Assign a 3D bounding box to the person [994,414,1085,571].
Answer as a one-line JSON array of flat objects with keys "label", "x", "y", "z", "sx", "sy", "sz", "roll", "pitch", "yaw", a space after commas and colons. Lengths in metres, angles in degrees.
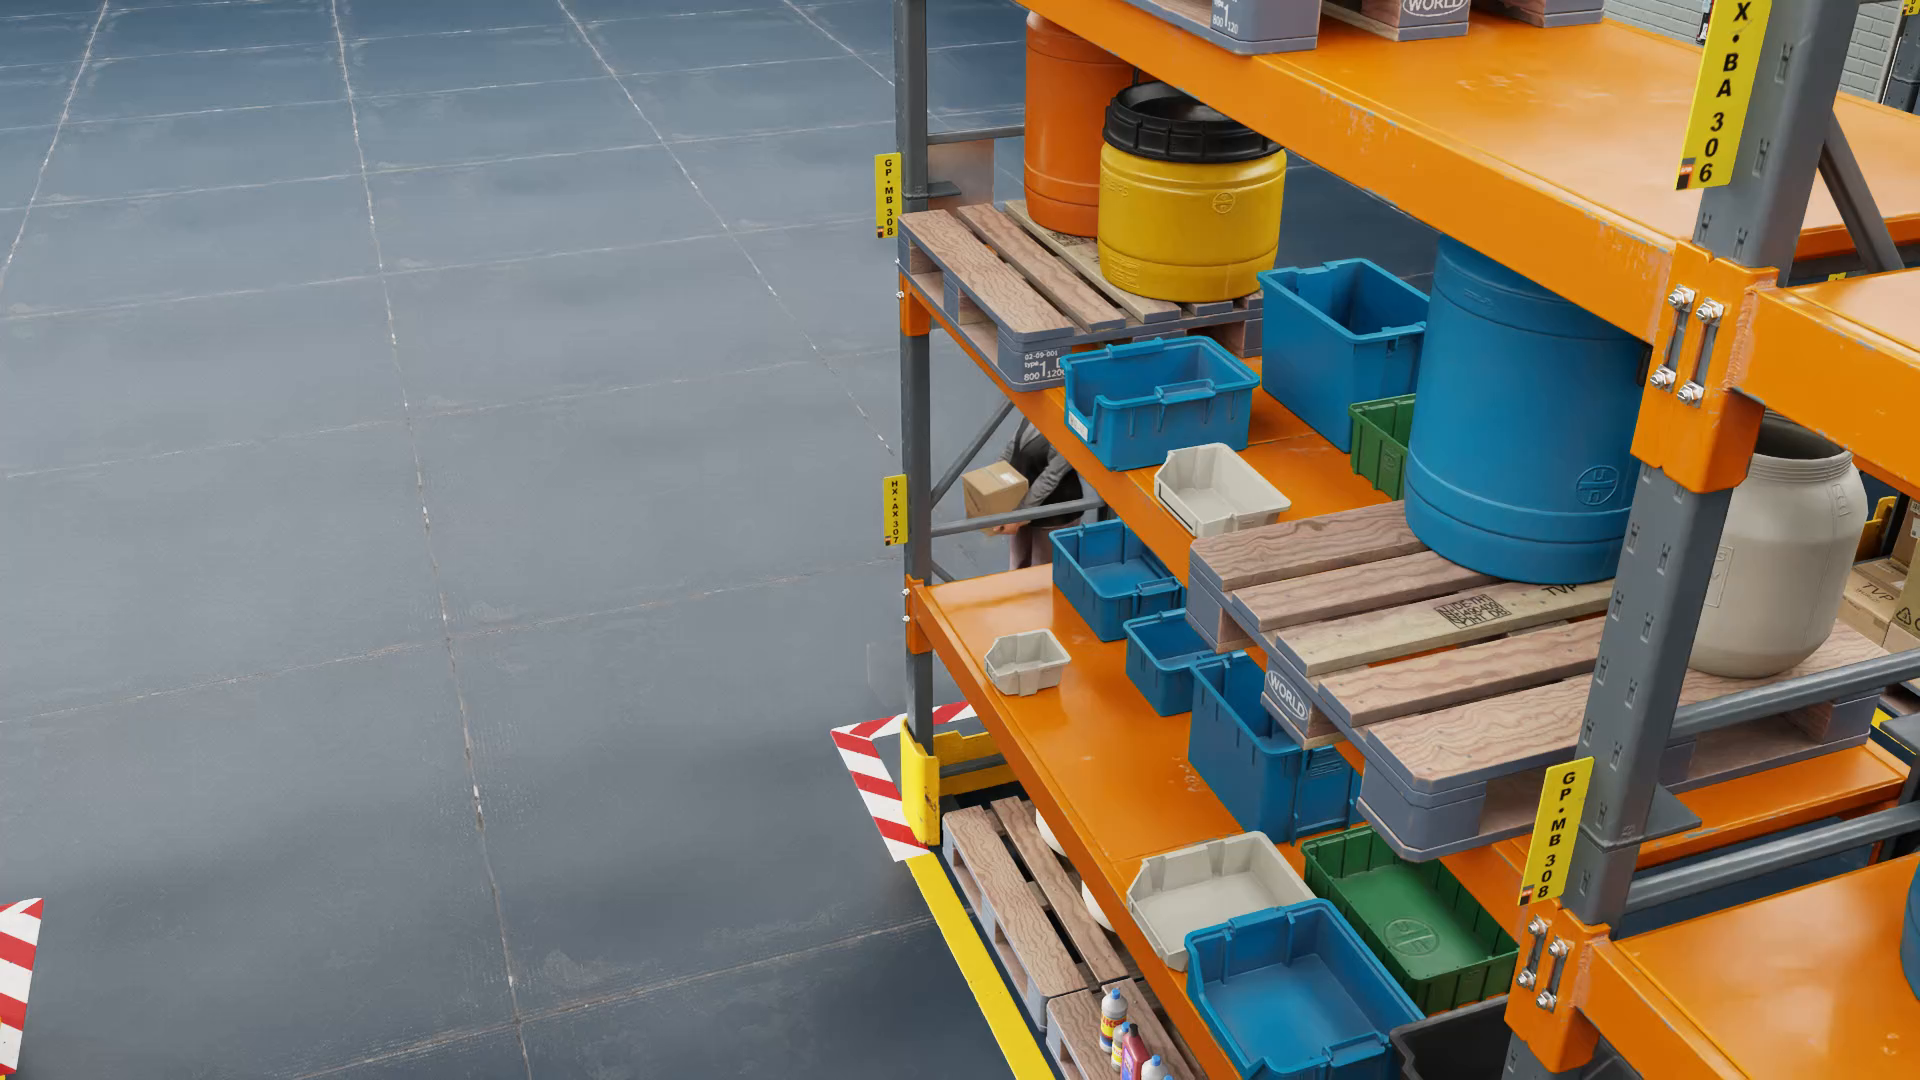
[{"label": "person", "x": 0.362, "y": -0.100, "z": 8.556, "sx": 0.551, "sy": 1.711, "sz": 0.494, "roll": -14, "pitch": 33, "yaw": -23}]
